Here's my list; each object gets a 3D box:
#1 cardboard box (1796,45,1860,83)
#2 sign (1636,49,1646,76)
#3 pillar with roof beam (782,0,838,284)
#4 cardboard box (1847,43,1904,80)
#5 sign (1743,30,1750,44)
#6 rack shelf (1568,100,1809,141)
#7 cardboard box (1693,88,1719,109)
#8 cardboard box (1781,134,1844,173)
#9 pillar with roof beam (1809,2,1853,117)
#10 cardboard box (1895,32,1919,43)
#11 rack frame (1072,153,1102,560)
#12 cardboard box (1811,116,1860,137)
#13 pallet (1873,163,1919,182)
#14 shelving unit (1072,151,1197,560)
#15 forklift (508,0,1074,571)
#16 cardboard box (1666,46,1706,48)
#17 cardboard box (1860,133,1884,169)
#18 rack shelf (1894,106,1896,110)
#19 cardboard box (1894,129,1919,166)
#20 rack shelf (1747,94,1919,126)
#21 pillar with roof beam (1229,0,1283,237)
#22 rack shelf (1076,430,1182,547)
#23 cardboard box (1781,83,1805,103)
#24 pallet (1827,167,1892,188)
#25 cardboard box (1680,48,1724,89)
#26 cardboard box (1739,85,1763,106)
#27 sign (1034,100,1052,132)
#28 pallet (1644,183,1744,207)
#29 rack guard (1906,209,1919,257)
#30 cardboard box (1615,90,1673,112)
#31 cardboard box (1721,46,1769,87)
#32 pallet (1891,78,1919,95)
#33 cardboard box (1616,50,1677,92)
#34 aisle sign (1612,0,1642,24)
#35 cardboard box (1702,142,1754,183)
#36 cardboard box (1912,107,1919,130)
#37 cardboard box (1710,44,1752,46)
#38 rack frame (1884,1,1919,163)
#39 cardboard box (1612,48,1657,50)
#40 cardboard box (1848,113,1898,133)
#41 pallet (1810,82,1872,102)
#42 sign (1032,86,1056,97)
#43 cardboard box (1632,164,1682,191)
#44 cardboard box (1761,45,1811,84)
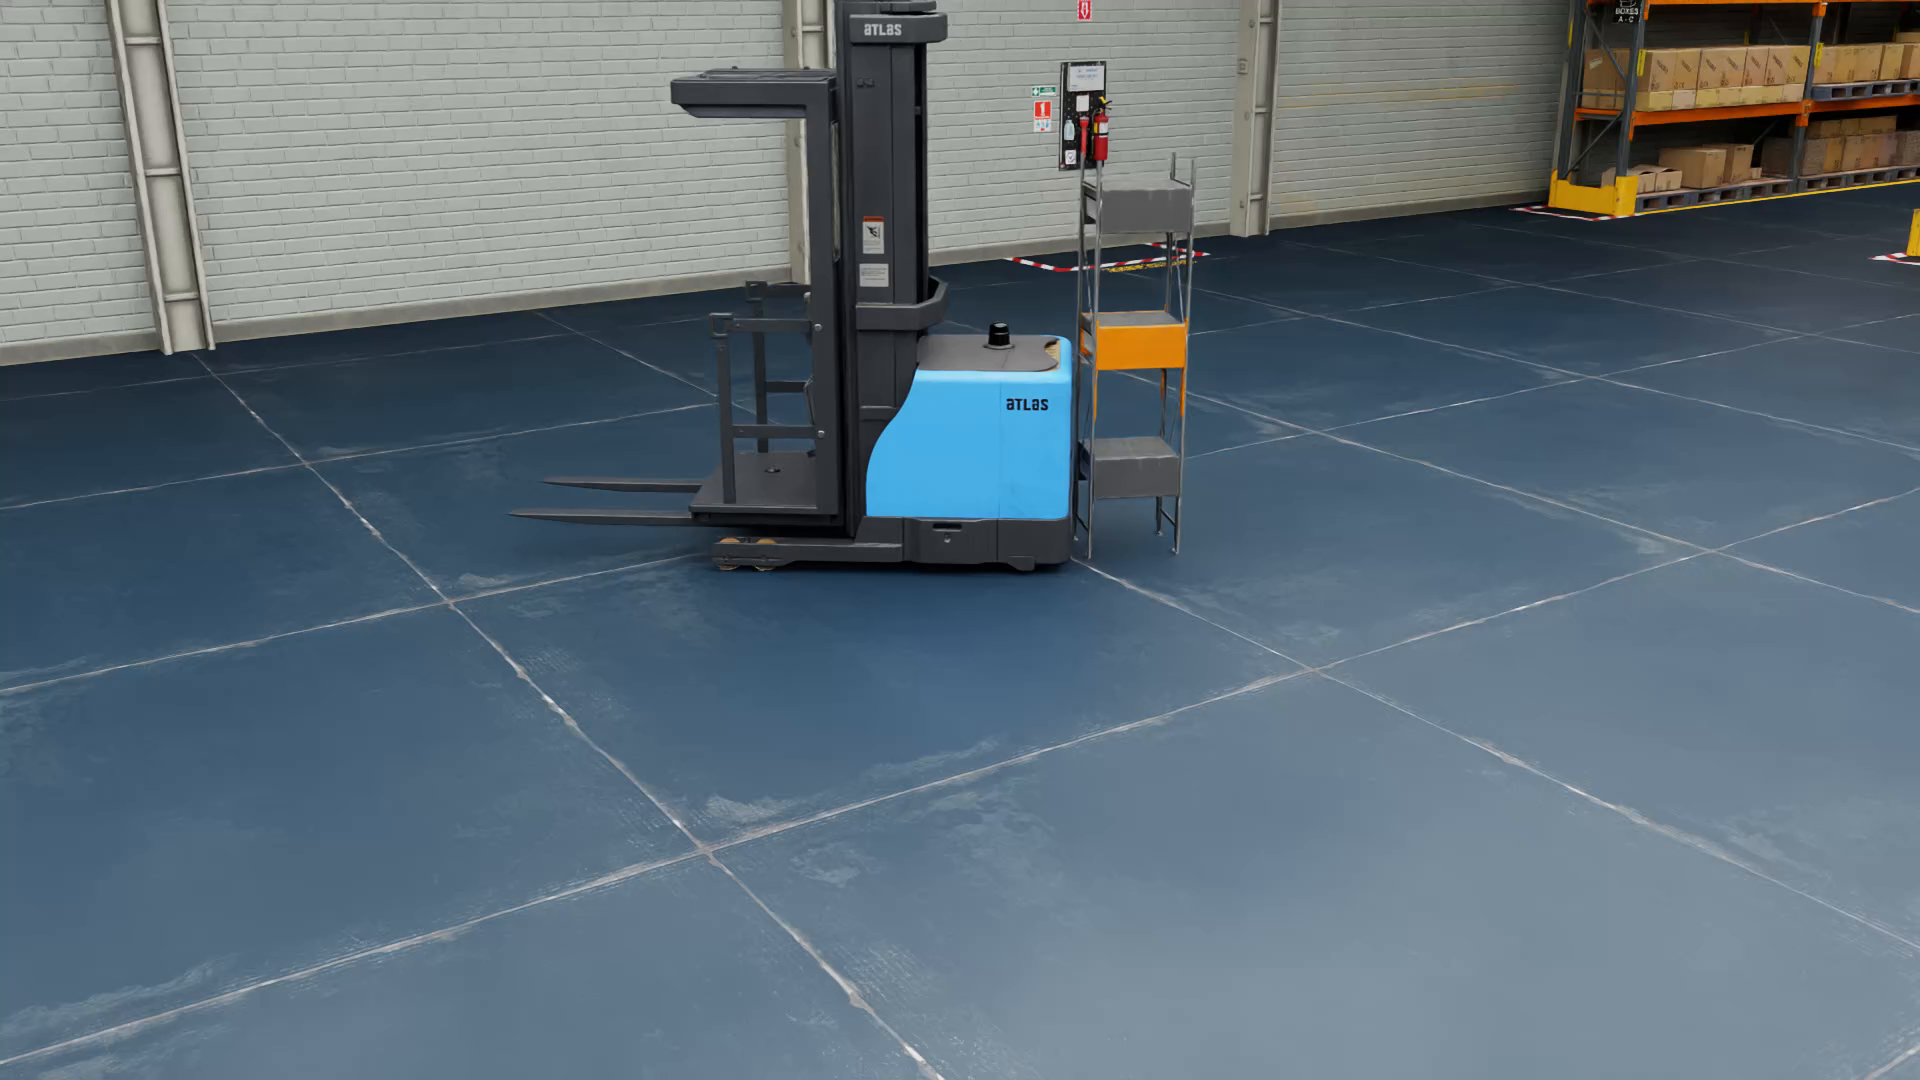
[{"bbox_3d":[12.671,-6.984,24.376,0.500,0.500,0.700,-9,21,-26],"label":"cardboard box"},{"bbox_3d":[8.715,-6.111,21.287,0.005,0.325,0.100,-12,22,-31],"label":"sign"},{"bbox_3d":[0.871,-5.778,12.284,0.400,9.000,9.100,-12,22,-31],"label":"pillar with roof beam"},{"bbox_3d":[13.682,-7.200,25.017,0.500,0.500,0.700,-12,22,-31],"label":"cardboard box"},{"bbox_3d":[11.449,-7.247,24.190,0.005,0.325,0.100,-12,22,-31],"label":"sign"},{"bbox_3d":[10.086,-5.858,23.012,4.000,0.370,1.077,-12,22,-31],"label":"rack shelf"},{"bbox_3d":[9.853,-5.969,22.421,0.500,0.250,0.500,-12,22,-32],"label":"cardboard box"},{"bbox_3d":[12.766,-5.814,24.974,0.500,0.500,0.700,-12,22,-32],"label":"cardboard box"},{"bbox_3d":[15.904,-8.948,21.663,0.400,9.000,9.100,-12,22,-31],"label":"pillar with roof beam"},{"bbox_3d":[14.565,-7.689,25.449,0.250,0.149,0.380,-17,25,-40],"label":"cardboard box"},{"bbox_3d":[0.665,-0.951,8.779,0.015,2.100,0.400,-3,19,-9],"label":"rack frame"},{"bbox_3d":[13.161,-6.236,25.051,0.500,0.250,0.500,-13,22,-33],"label":"cardboard box"},{"bbox_3d":[14.444,-5.797,26.063,1.213,0.211,1.003,-12,22,-31],"label":"pallet"},{"bbox_3d":[0.906,-0.964,8.816,0.503,2.100,0.431,-3,19,-9],"label":"shelving unit"},{"bbox_3d":[-0.906,-1.392,8.787,3.031,2.935,1.130,1,19,4],"label":"forklift"},{"bbox_3d":[9.969,-6.547,22.958,0.500,0.500,0.500,-12,22,-31],"label":"cardboard box"},{"bbox_3d":[13.631,-5.984,25.478,0.500,0.500,0.700,-12,22,-32],"label":"cardboard box"},{"bbox_3d":[16.768,-7.267,27.180,4.000,0.370,1.077,-12,22,-31],"label":"rack shelf"},{"bbox_3d":[14.525,-6.139,25.936,0.500,0.500,0.700,-12,22,-31],"label":"cardboard box"},{"bbox_3d":[13.427,-6.562,25.096,4.000,0.370,1.077,-12,22,-31],"label":"rack shelf"},{"bbox_3d":[5.882,-6.835,15.411,0.400,9.000,9.100,-12,22,-31],"label":"pillar with roof beam"},{"bbox_3d":[0.906,-0.287,9.045,0.480,0.518,0.431,-3,19,-9],"label":"rack shelf"},{"bbox_3d":[11.528,-6.325,23.473,0.500,0.250,0.500,-12,22,-31],"label":"cardboard box"},{"bbox_3d":[13.426,-5.584,25.431,1.213,0.211,1.003,-12,22,-31],"label":"pallet"},{"bbox_3d":[9.833,-6.317,22.280,0.500,0.500,0.500,-13,22,-33],"label":"cardboard box"},{"bbox_3d":[10.696,-6.147,22.945,0.500,0.250,0.500,-12,22,-32],"label":"cardboard box"},{"bbox_3d":[0.911,-4.666,18.308,0.234,0.329,0.001,-12,22,-31],"label":"sign"},{"bbox_3d":[10.195,-4.886,23.368,1.213,0.211,1.003,-12,22,-31],"label":"pallet"},{"bbox_3d":[11.124,-3.334,18.325,0.348,0.500,1.175,-12,22,-31],"label":"rack guard"},{"bbox_3d":[8.998,-5.786,21.878,0.500,0.250,0.500,-13,22,-33],"label":"cardboard box"},{"bbox_3d":[10.692,-6.503,22.830,0.500,0.500,0.500,-13,22,-33],"label":"cardboard box"},{"bbox_3d":[14.561,-7.011,25.598,1.003,0.211,1.213,-12,22,-31],"label":"pallet"},{"bbox_3d":[8.980,-6.144,21.766,0.500,0.500,0.500,-12,22,-31],"label":"cardboard box"},{"bbox_3d":[8.521,-6.985,21.163,0.004,0.787,0.394,-12,22,-31],"label":"aisle sign"},{"bbox_3d":[10.912,-5.382,23.696,0.500,0.500,0.500,-14,23,-35],"label":"cardboard box"},{"bbox_3d":[15.784,-6.530,26.579,0.750,0.750,0.750,-12,22,-32],"label":"cardboard box"},{"bbox_3d":[10.815,-6.728,23.493,0.500,0.500,0.500,-12,22,-32],"label":"cardboard box"},{"bbox_3d":[15.098,-7.255,26.022,0.127,3.000,1.000,-12,22,-31],"label":"rack frame"},{"bbox_3d":[9.119,-6.366,22.423,0.500,0.500,0.500,-12,22,-31],"label":"cardboard box"},{"bbox_3d":[14.014,-6.411,25.569,0.500,0.250,0.500,-11,22,-30],"label":"cardboard box"},{"bbox_3d":[12.475,-6.556,24.252,1.213,0.211,1.003,-12,22,-31],"label":"pallet"},{"bbox_3d":[0.919,-4.916,18.218,0.331,0.109,0.001,-12,22,-31],"label":"sign"},{"bbox_3d":[9.520,-4.979,22.801,0.500,0.311,0.500,-10,21,-27],"label":"cardboard box"},{"bbox_3d":[11.532,-6.679,23.348,0.500,0.500,0.500,-12,22,-32],"label":"cardboard box"}]
